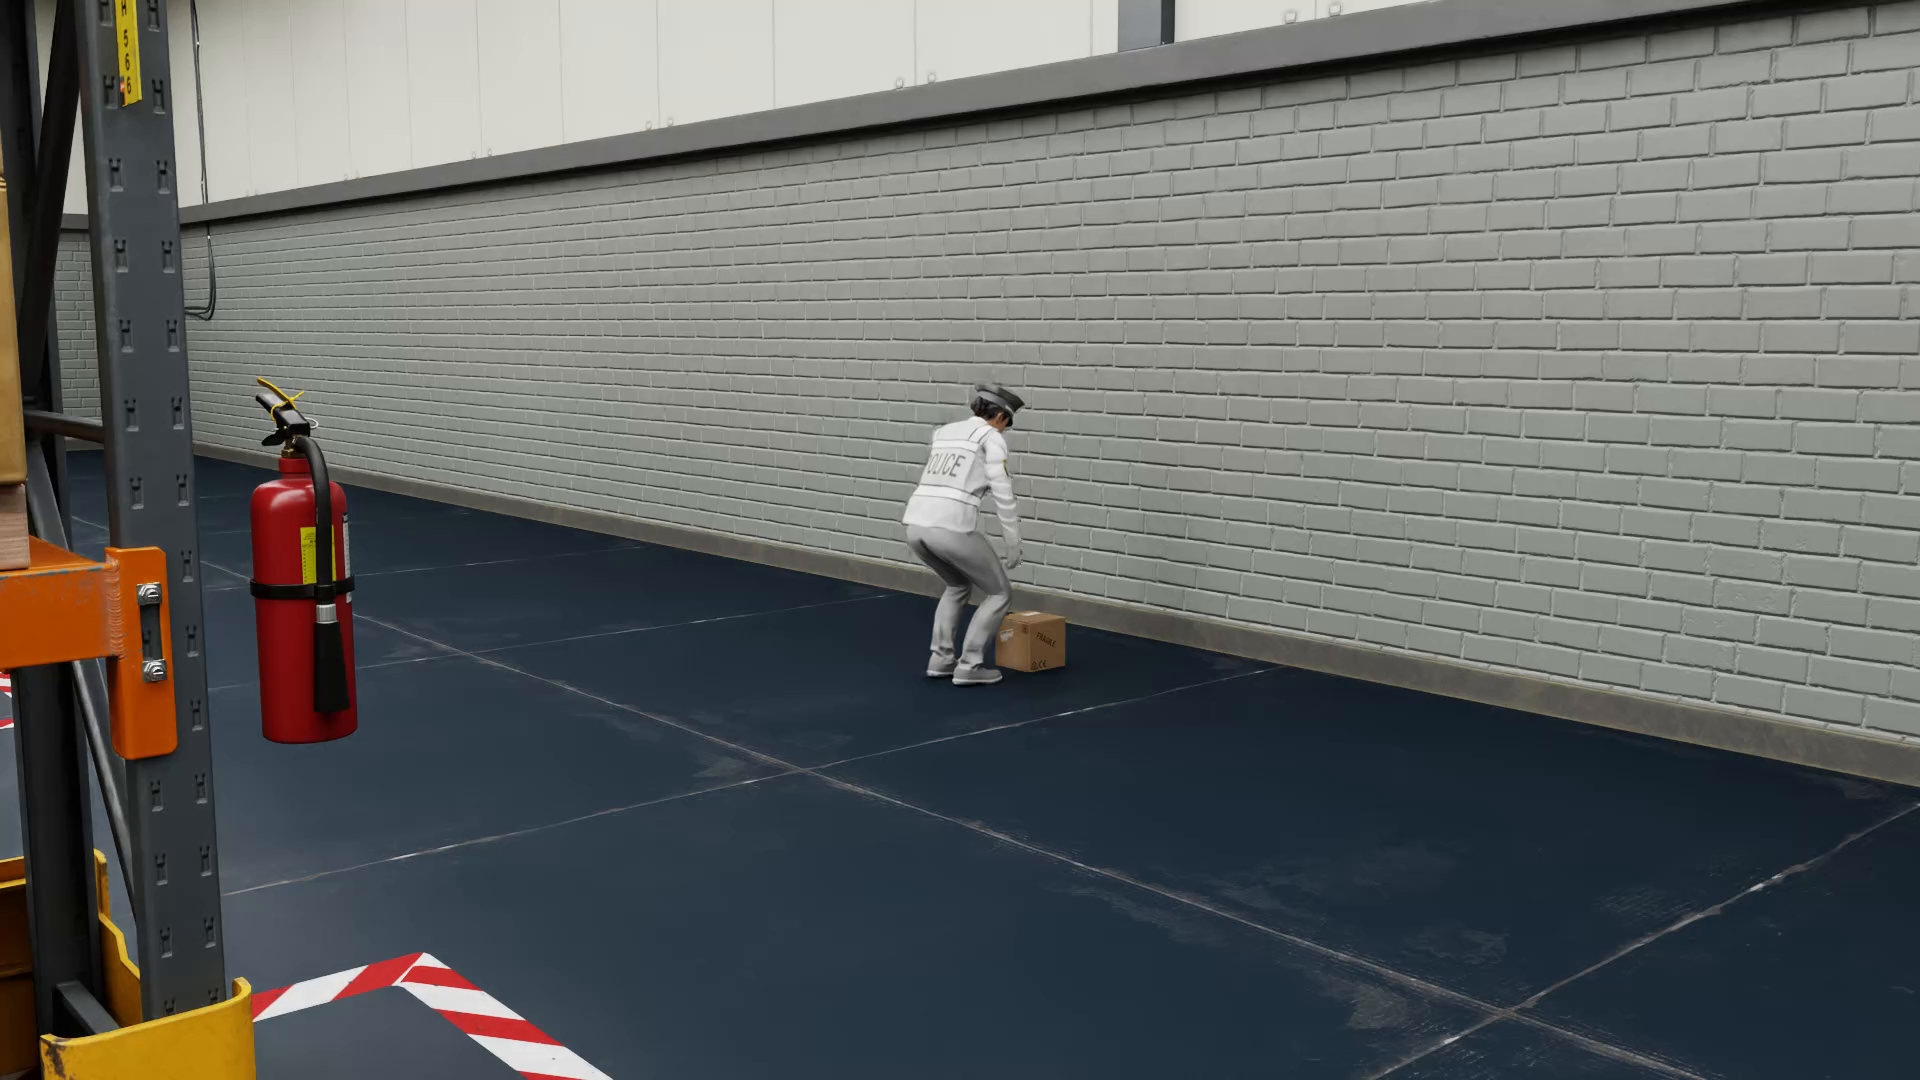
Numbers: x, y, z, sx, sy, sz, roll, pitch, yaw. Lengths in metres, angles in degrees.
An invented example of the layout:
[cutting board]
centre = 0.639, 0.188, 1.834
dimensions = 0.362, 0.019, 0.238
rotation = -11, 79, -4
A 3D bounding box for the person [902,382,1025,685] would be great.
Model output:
[person]
centre = 0.026, -0.037, 8.004
dimensions = 0.674, 1.429, 0.534
rotation = -6, 10, -40
